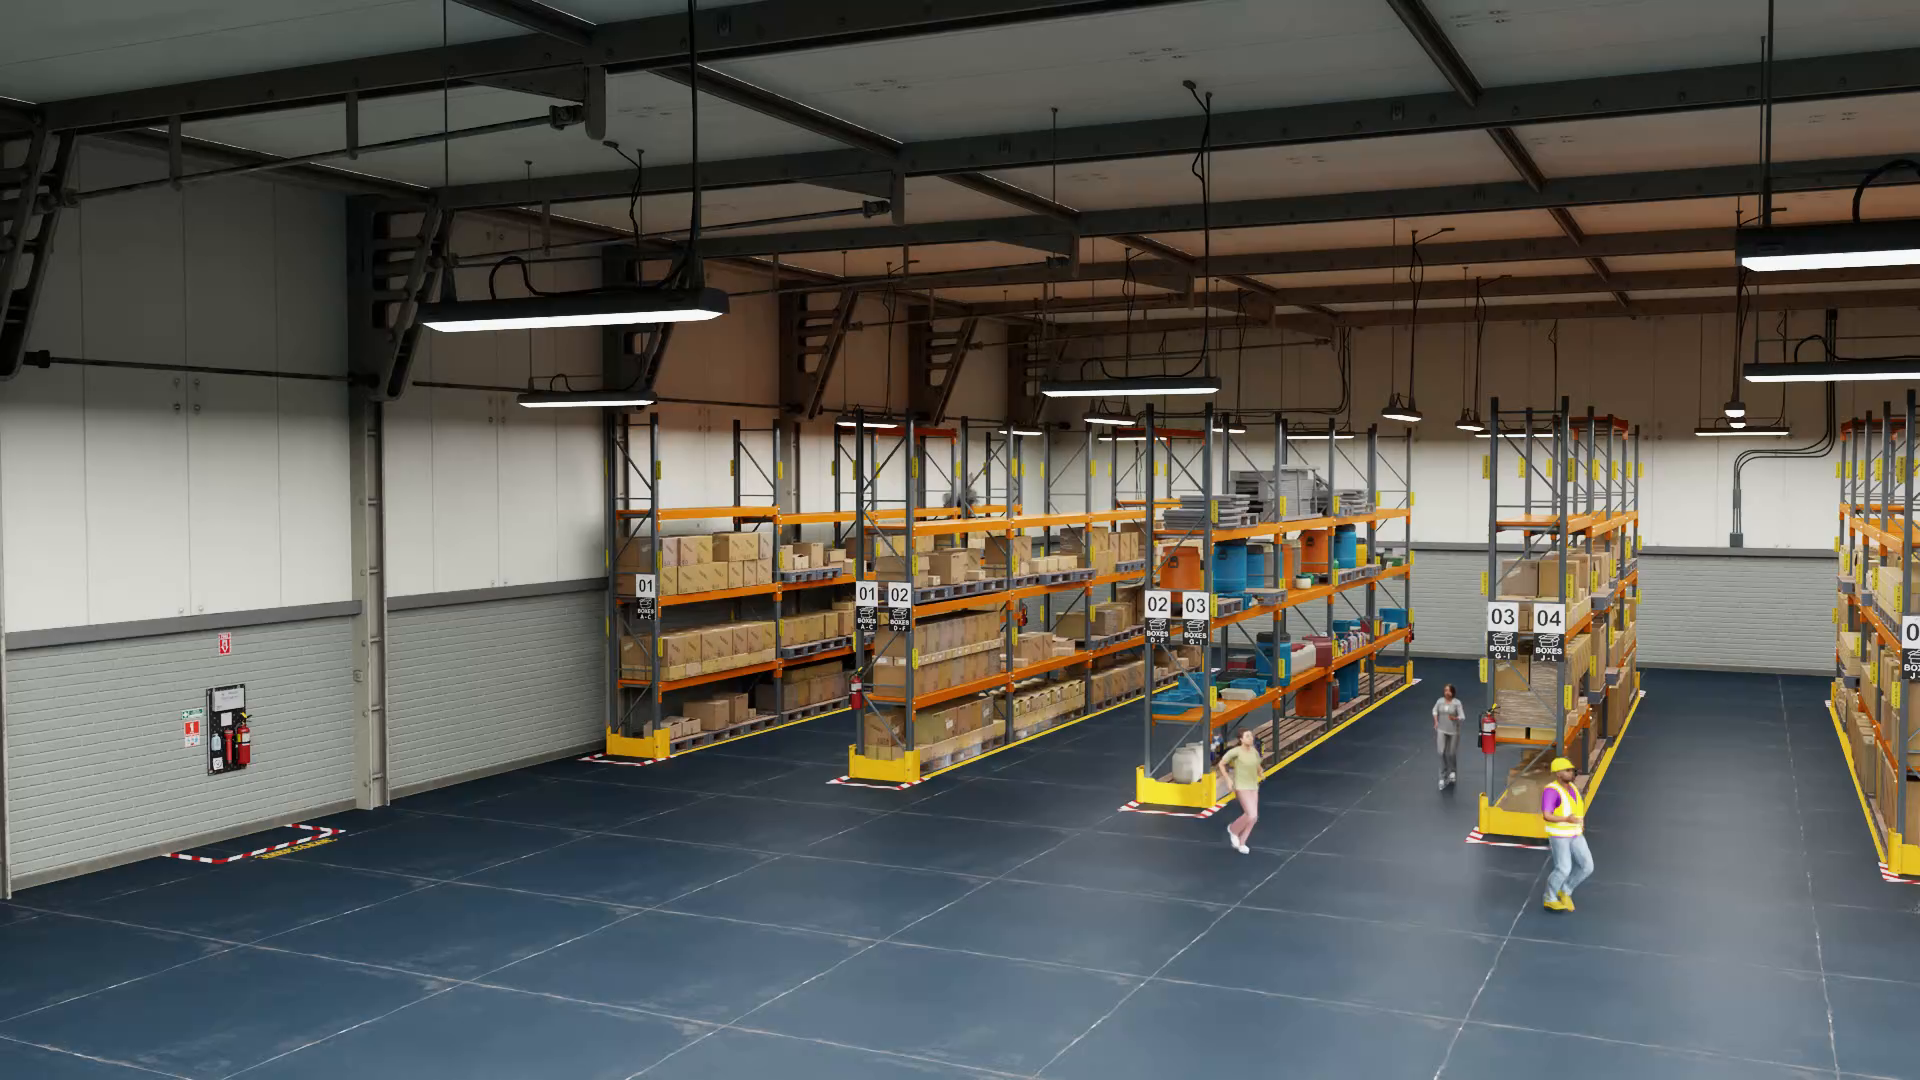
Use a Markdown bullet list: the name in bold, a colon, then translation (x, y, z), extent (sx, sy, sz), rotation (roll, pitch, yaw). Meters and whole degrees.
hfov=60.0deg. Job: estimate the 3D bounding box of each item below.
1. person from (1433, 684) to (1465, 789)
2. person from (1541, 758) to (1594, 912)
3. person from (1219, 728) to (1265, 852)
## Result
- **person**: translation (7.727, 3.088, 26.322), extent (0.522, 1.636, 0.690), rotation (1, 3, 24)
- **person**: translation (6.863, 3.337, 18.735), extent (0.680, 1.754, 0.629), rotation (-1, 3, -32)
- **person**: translation (3.749, 3.269, 21.715), extent (0.568, 1.637, 0.550), rotation (-1, 3, -32)
